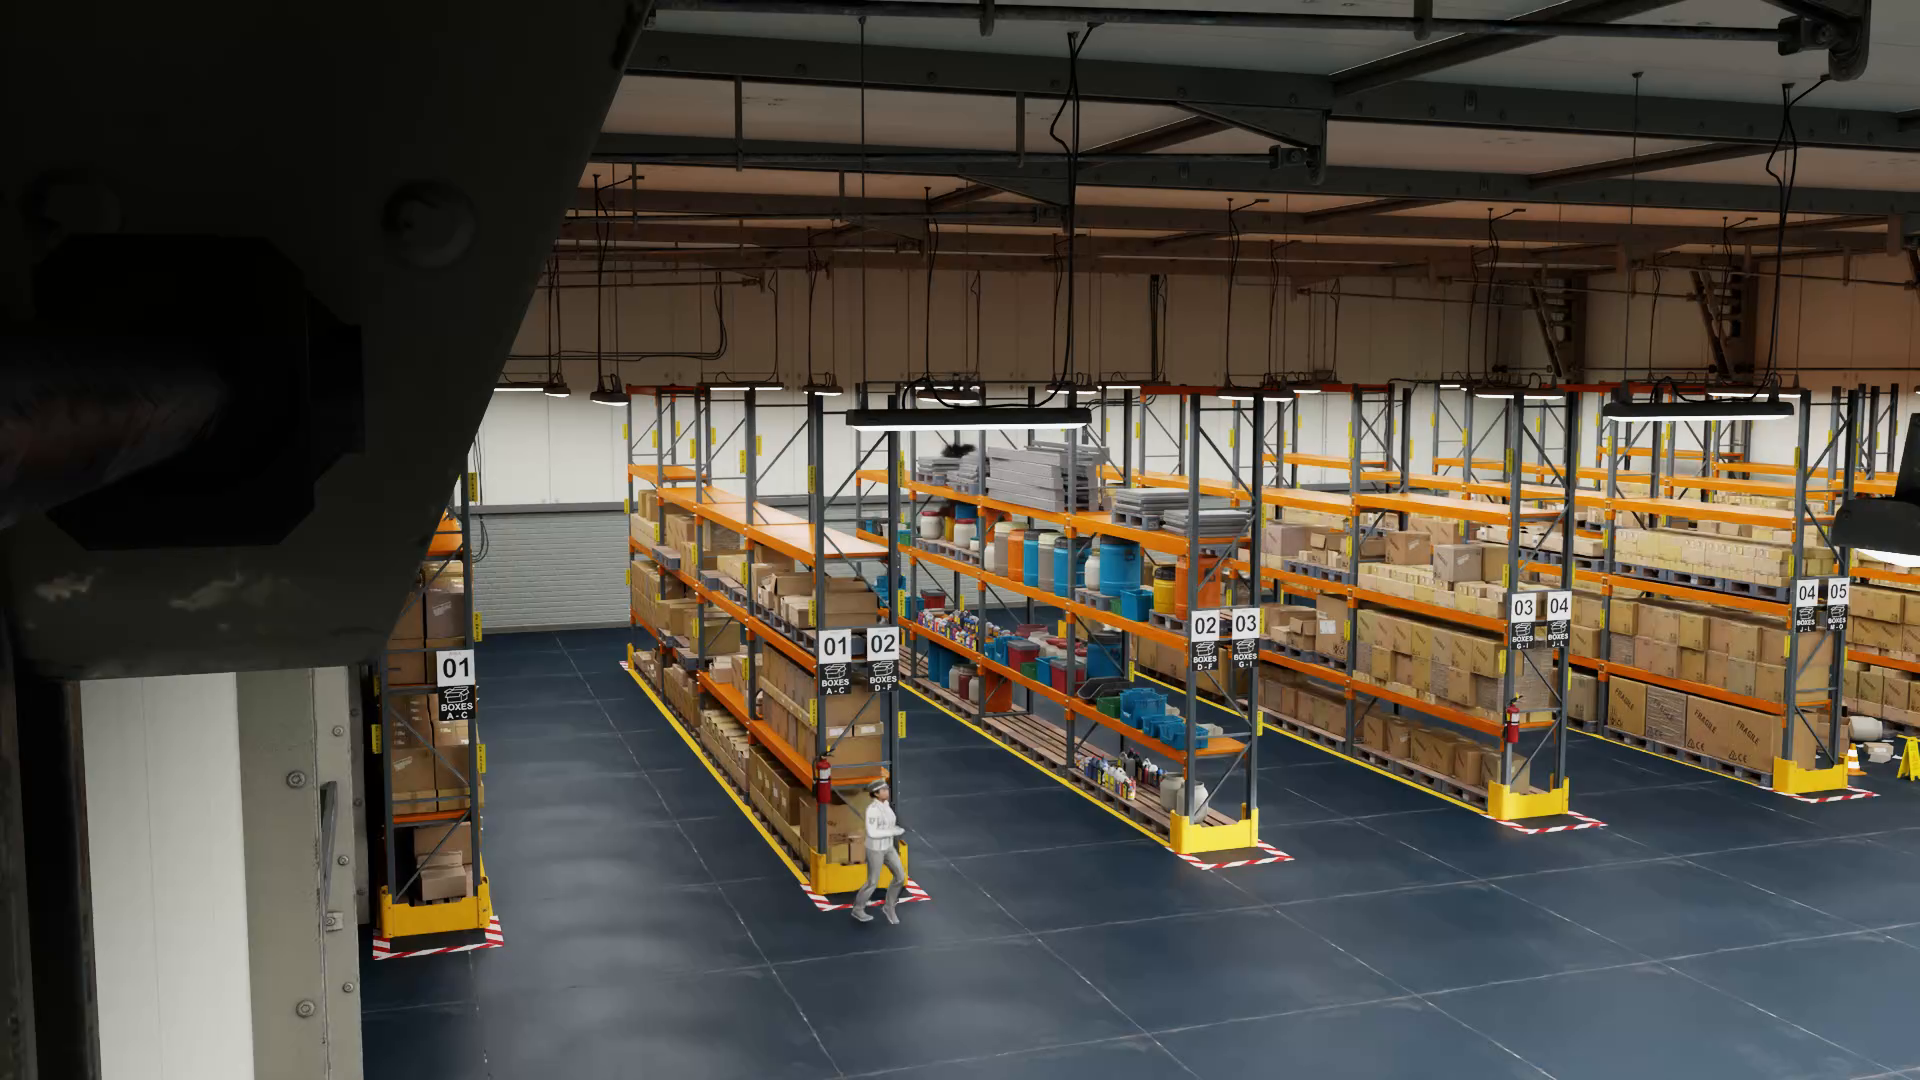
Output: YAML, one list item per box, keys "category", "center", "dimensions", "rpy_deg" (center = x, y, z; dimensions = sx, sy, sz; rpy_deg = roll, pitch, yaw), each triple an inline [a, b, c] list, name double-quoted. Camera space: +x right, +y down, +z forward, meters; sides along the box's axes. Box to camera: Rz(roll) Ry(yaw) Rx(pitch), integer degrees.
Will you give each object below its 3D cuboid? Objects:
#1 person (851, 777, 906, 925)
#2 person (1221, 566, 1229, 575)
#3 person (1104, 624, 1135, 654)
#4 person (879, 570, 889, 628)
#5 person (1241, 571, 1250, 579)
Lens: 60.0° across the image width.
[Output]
- category: "person"
  center: [-0.908, 3.550, 18.909]
  dimensions: [0.662, 1.759, 0.605]
  rpy_deg: [3, 6, 24]
- category: "person"
  center: [6.109, 1.376, 39.434]
  dimensions: [0.762, 1.743, 1.050]
  rpy_deg: [1, 6, 6]
- category: "person"
  center: [3.111, 2.104, 32.490]
  dimensions: [0.715, 1.741, 0.822]
  rpy_deg: [-2, 6, -20]
- category: "person"
  center: [-1.623, 1.487, 38.973]
  dimensions: [0.726, 1.753, 0.578]
  rpy_deg: [-1, 6, -10]
- category: "person"
  center: [7.078, 1.313, 41.031]
  dimensions: [0.509, 1.569, 0.585]
  rpy_deg: [5, 8, 40]
